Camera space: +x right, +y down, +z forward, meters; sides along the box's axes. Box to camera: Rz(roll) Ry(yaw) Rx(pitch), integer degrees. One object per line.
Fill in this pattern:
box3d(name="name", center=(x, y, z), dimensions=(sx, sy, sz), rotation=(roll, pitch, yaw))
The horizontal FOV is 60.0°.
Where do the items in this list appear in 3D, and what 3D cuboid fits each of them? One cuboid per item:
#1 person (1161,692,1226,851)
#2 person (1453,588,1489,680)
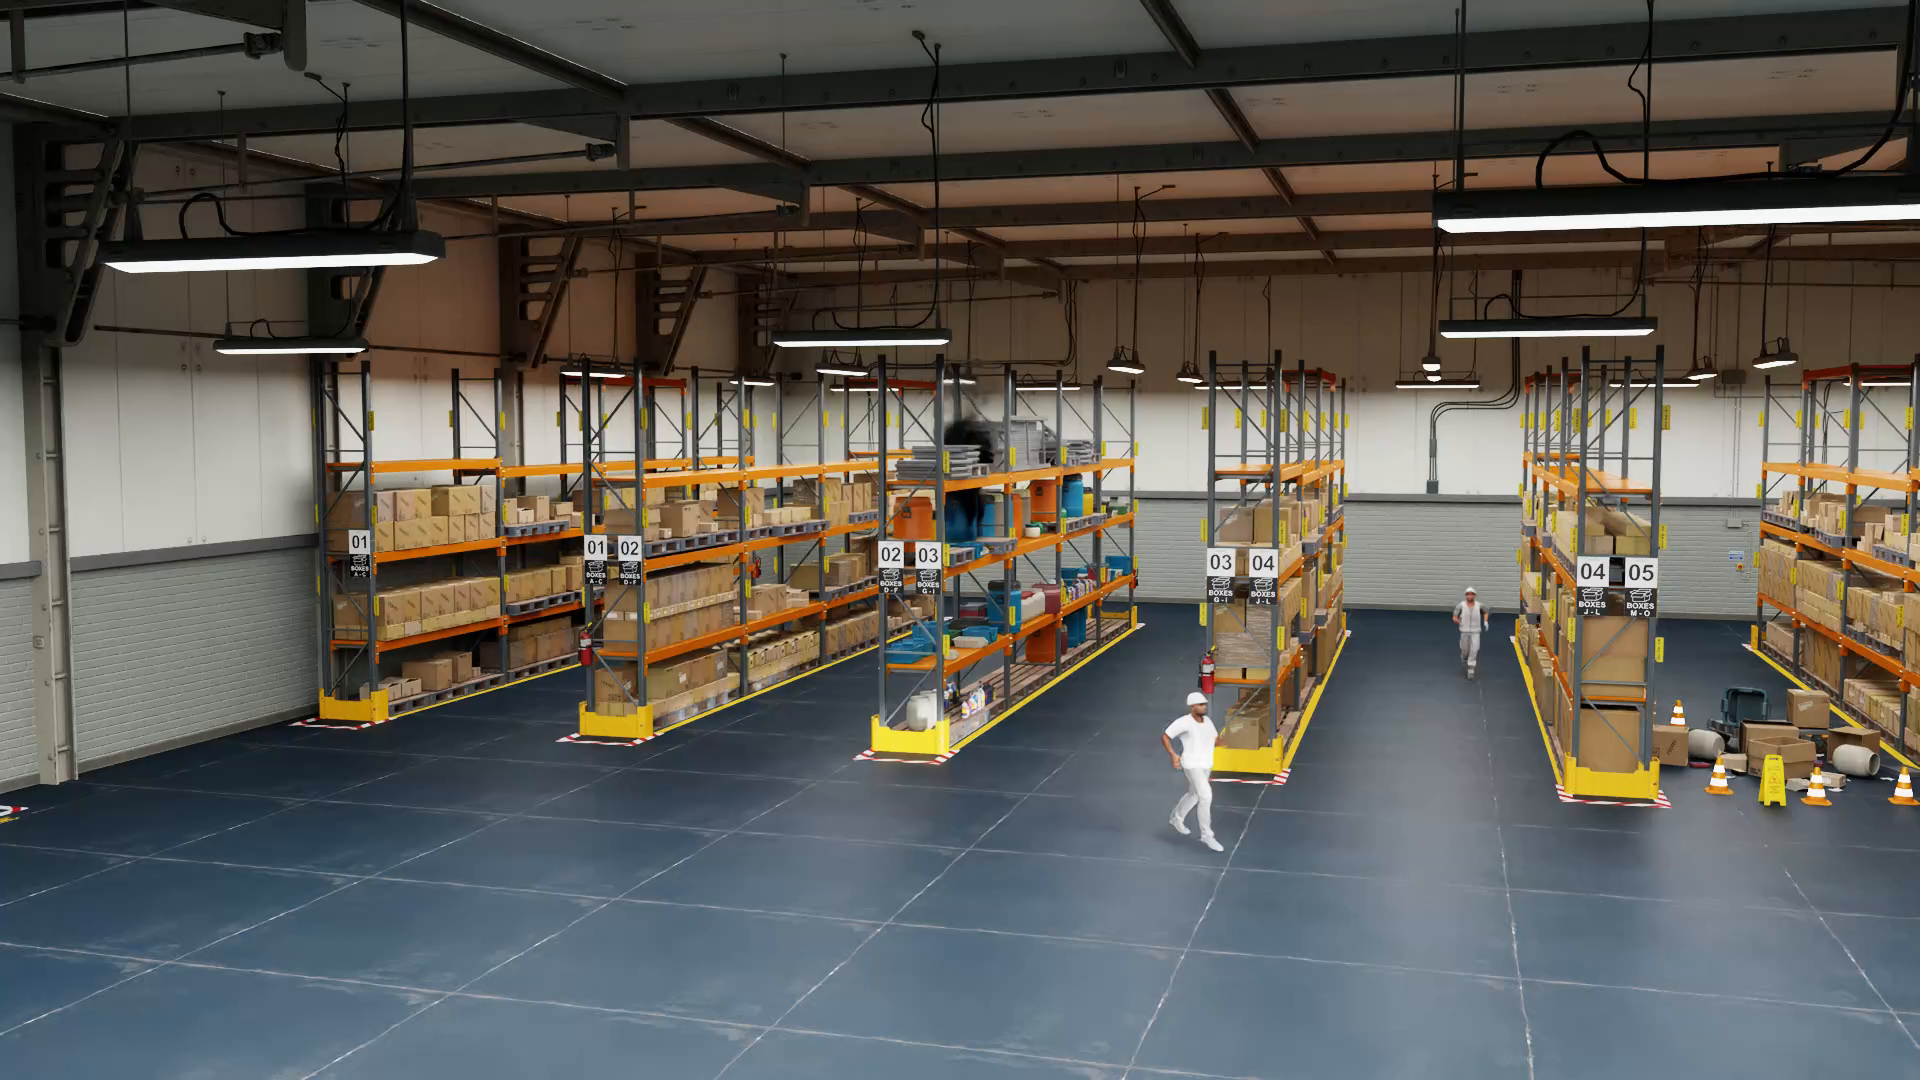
box3d(name="person", center=(2.799, 2.697, 19.664), dimensions=(0.879, 1.803, 0.682), rotation=(4, 6, 43))
box3d(name="person", center=(9.935, 1.804, 32.335), dimensions=(0.673, 1.755, 1.021), rotation=(1, 4, 15))
